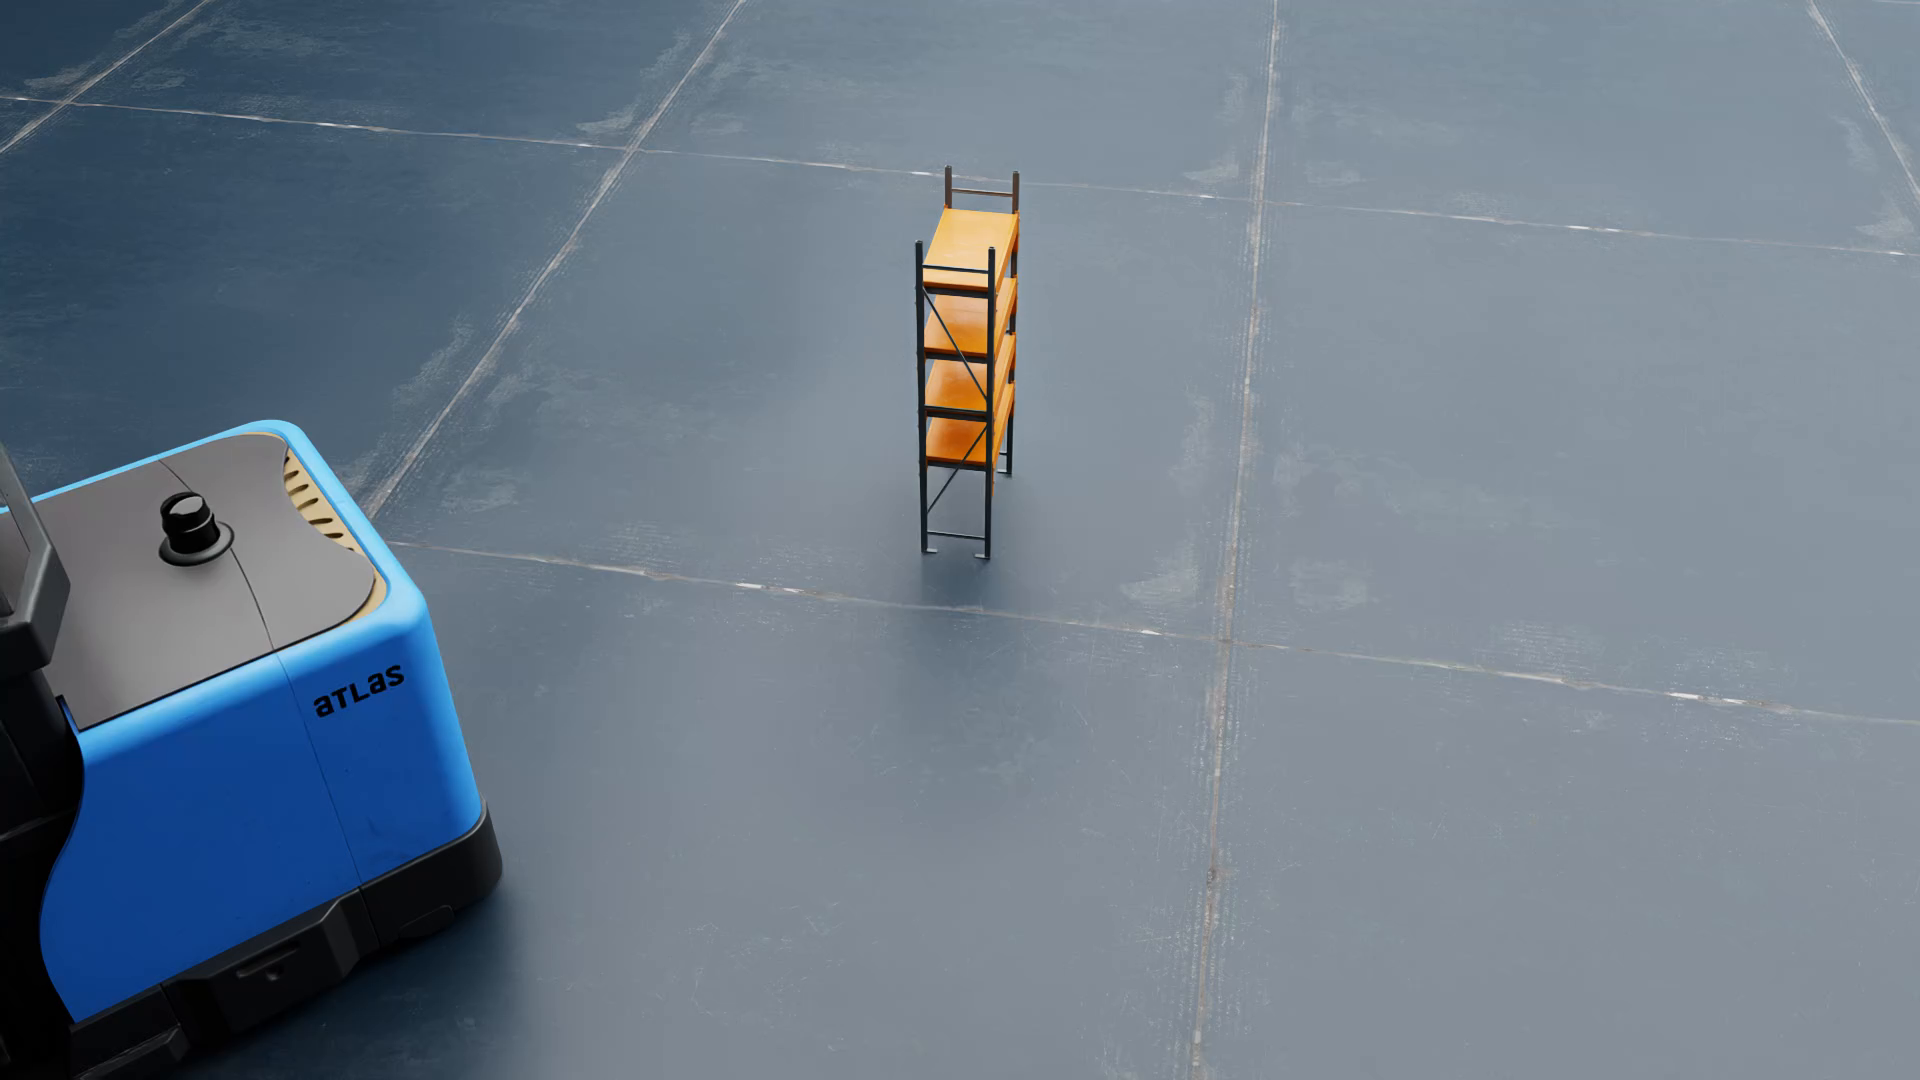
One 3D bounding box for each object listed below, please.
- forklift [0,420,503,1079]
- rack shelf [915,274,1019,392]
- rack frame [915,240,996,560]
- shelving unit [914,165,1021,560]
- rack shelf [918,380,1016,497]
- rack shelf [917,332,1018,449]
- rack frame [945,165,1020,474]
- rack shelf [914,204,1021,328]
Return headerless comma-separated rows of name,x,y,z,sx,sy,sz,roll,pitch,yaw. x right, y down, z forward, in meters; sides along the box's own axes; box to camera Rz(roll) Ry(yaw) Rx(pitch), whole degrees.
forklift,-2.738,0.152,3.266,3.031,2.935,1.130,-25,46,-27
rack shelf,0.029,-0.687,5.394,0.258,0.148,0.480,6,40,8
rack frame,-0.014,-0.413,5.308,0.240,1.200,0.015,6,40,8
shelving unit,0.029,-0.566,5.493,0.258,1.200,0.503,6,40,8
rack shelf,0.029,-0.361,5.663,0.258,0.148,0.480,6,40,8
rack shelf,0.029,-0.514,5.536,0.258,0.148,0.480,6,40,8
rack frame,0.071,-0.719,5.679,0.240,1.200,0.015,6,40,8
rack shelf,0.029,-0.869,5.243,0.258,0.148,0.480,6,40,8
